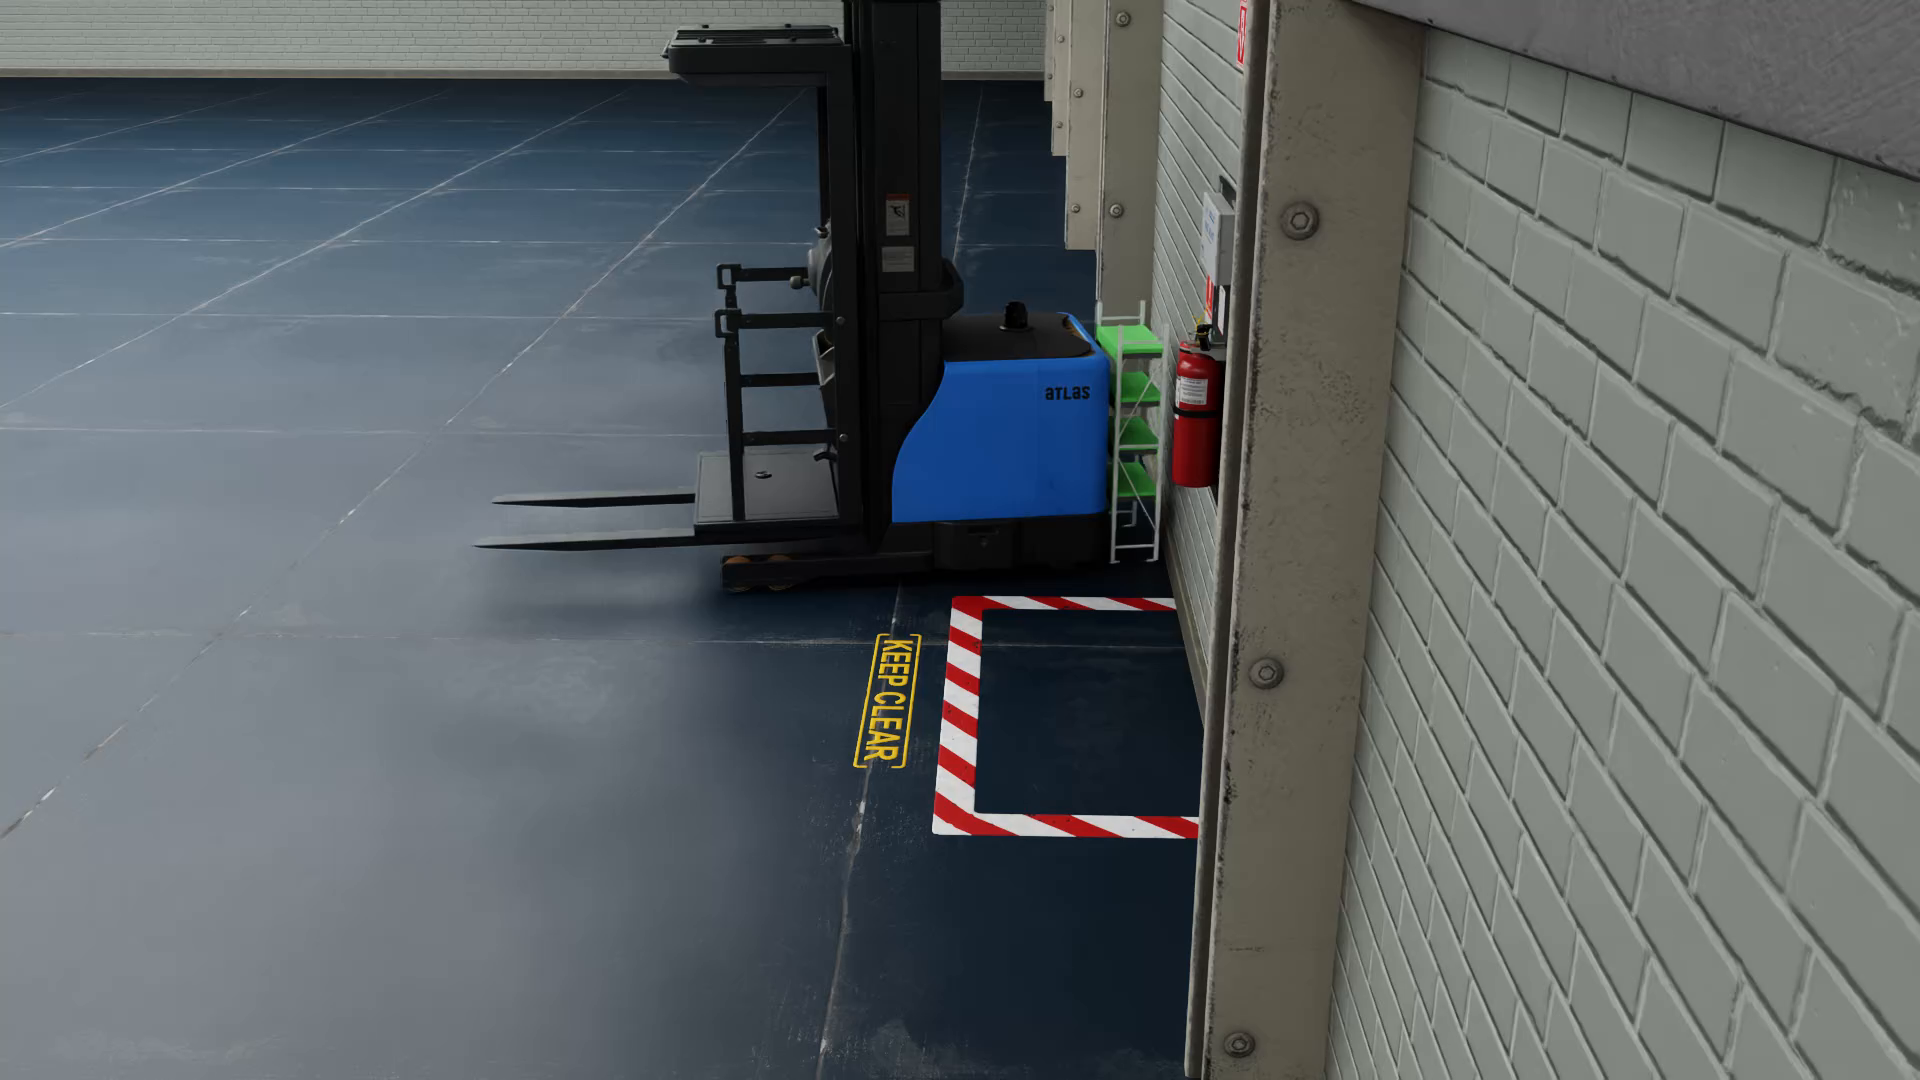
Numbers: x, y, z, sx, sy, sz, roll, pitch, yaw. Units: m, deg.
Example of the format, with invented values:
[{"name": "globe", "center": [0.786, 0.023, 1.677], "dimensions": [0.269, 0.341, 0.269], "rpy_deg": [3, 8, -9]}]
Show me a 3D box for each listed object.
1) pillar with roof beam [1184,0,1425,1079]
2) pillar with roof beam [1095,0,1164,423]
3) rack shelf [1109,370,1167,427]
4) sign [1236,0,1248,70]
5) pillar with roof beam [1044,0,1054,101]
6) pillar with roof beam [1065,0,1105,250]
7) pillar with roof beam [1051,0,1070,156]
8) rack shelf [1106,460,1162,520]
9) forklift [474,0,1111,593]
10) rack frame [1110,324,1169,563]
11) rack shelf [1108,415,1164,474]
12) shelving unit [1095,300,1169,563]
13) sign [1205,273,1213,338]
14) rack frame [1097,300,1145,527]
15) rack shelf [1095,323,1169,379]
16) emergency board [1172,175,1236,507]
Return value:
[{"name": "pillar with roof beam", "center": [-3.520, -2.686, 3.011], "dimensions": [9.100, 9.000, 0.400], "rpy_deg": [1, 21, 2]}, {"name": "pillar with roof beam", "center": [-3.338, -4.855, 8.602], "dimensions": [9.100, 9.000, 0.400], "rpy_deg": [1, 21, 2]}, {"name": "rack shelf", "center": [0.833, -0.703, 8.195], "dimensions": [0.258, 0.148, 0.480], "rpy_deg": [-3, 21, -7]}, {"name": "sign", "center": [0.996, -1.817, 5.862], "dimensions": [0.001, 0.298, 0.199], "rpy_deg": [1, 21, 2]}, {"name": "pillar with roof beam", "center": [-2.790, -11.364, 25.376], "dimensions": [9.100, 9.000, 0.400], "rpy_deg": [1, 21, 2]}, {"name": "pillar with roof beam", "center": [-3.155, -7.025, 14.194], "dimensions": [9.100, 9.000, 0.400], "rpy_deg": [1, 21, 2]}, {"name": "pillar with roof beam", "center": [-2.973, -9.194, 19.785], "dimensions": [9.100, 9.000, 0.400], "rpy_deg": [1, 21, 2]}, {"name": "rack shelf", "center": [0.833, -0.256, 8.369], "dimensions": [0.258, 0.148, 0.480], "rpy_deg": [-3, 21, -7]}, {"name": "forklift", "center": [-0.834, -1.320, 7.880], "dimensions": [3.031, 2.935, 1.130], "rpy_deg": [-3, 21, -7]}, {"name": "rack frame", "center": [0.863, -0.451, 8.033], "dimensions": [0.240, 1.200, 0.015], "rpy_deg": [-3, 21, -7]}, {"name": "rack shelf", "center": [0.833, -0.479, 8.282], "dimensions": [0.258, 0.148, 0.480], "rpy_deg": [-3, 21, -7]}, {"name": "shelving unit", "center": [0.833, -0.539, 8.259], "dimensions": [0.258, 1.200, 0.503], "rpy_deg": [-3, 21, -7]}, {"name": "sign", "center": [1.016, -0.950, 6.782], "dimensions": [0.001, 0.329, 0.234], "rpy_deg": [1, 21, 2]}, {"name": "rack frame", "center": [0.802, -0.627, 8.485], "dimensions": [0.240, 1.200, 0.015], "rpy_deg": [-3, 21, -7]}, {"name": "rack shelf", "center": [0.833, -0.927, 8.109], "dimensions": [0.258, 0.148, 0.480], "rpy_deg": [-3, 21, -7]}, {"name": "emergency board", "center": [0.896, -0.735, 6.276], "dimensions": [0.194, 1.169, 0.643], "rpy_deg": [1, 21, 2]}]
